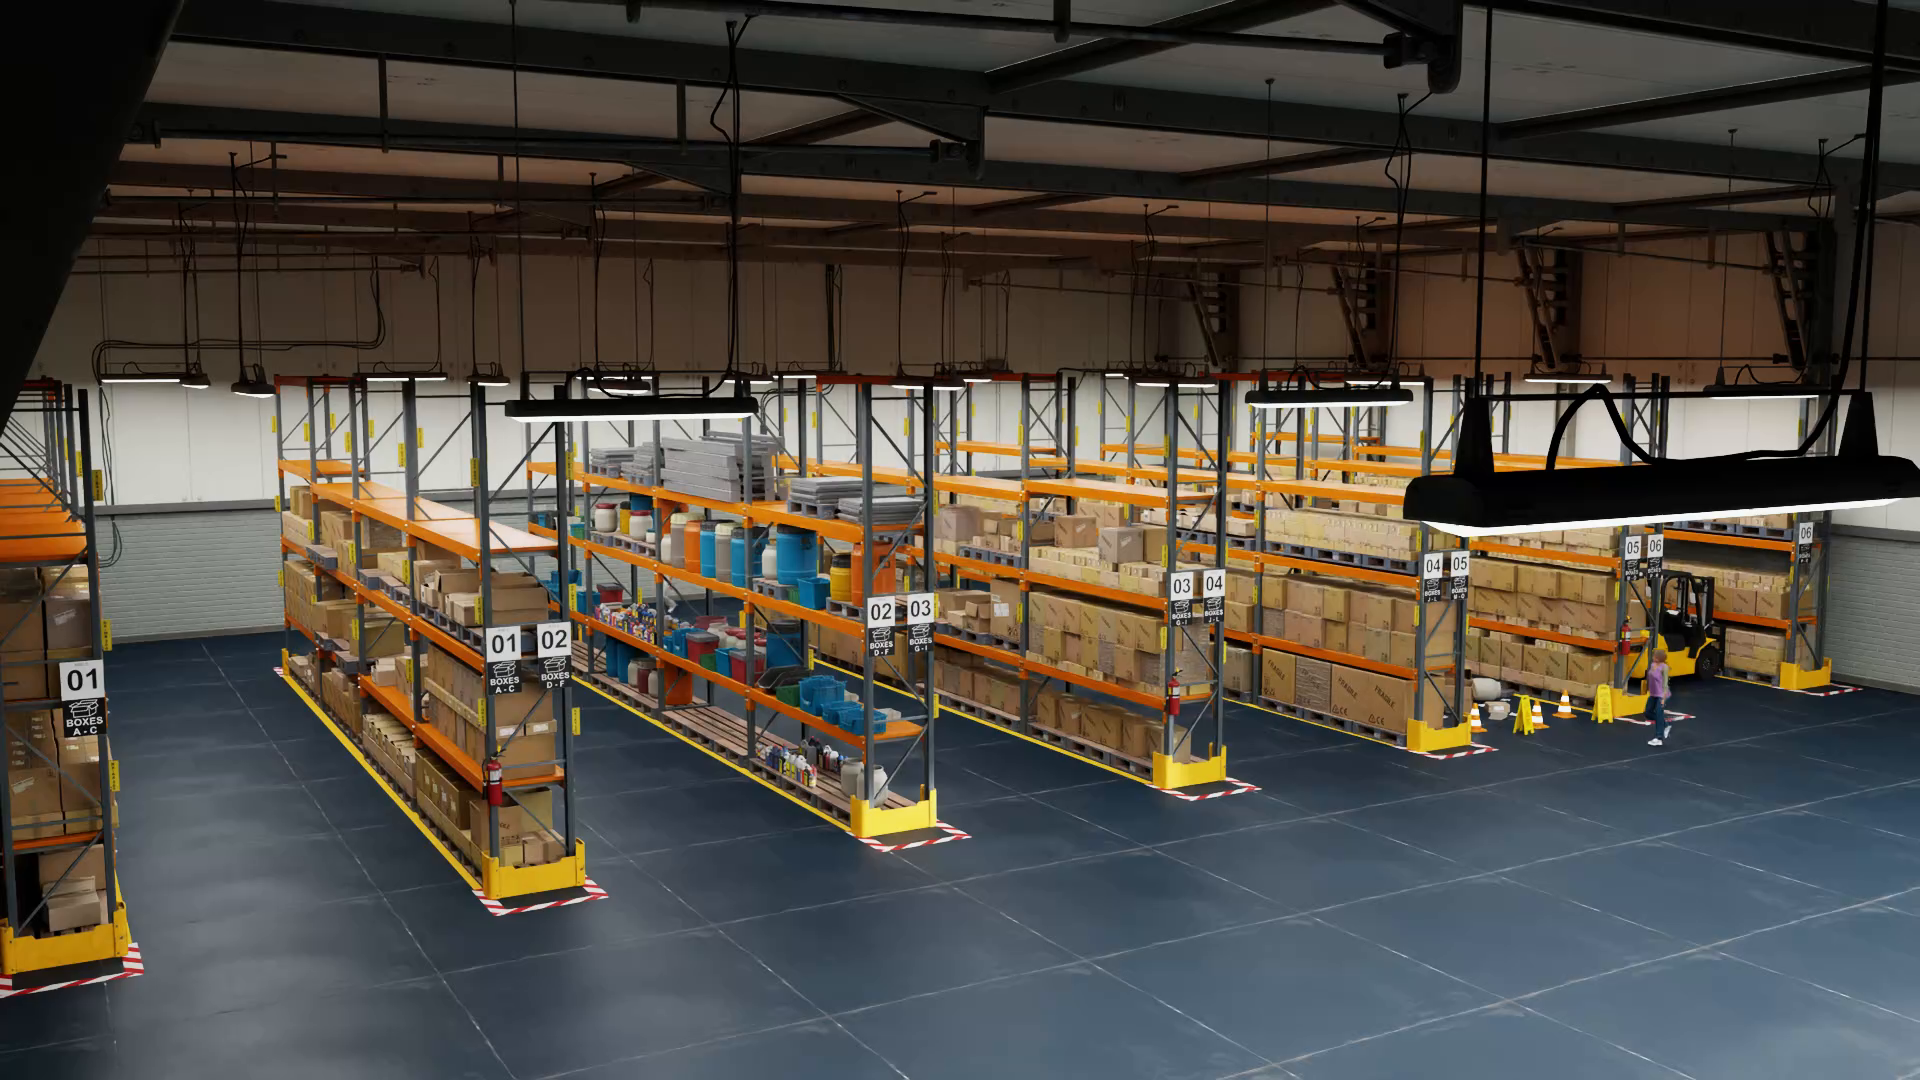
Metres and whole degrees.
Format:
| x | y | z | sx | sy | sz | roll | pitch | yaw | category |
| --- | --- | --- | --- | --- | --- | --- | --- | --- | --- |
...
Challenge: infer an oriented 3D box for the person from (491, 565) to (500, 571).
| x | y | z | sx | sy | sz | roll | pitch | yaw | category |
| --- | --- | --- | --- | --- | --- | --- | --- | --- | --- |
| -10.587 | 1.359 | 37.899 | 0.437 | 1.620 | 1.016 | 0 | 6 | -2 | person |

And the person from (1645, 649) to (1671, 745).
| x | y | z | sx | sy | sz | roll | pitch | yaw | category |
| --- | --- | --- | --- | --- | --- | --- | --- | --- | --- |
| 11.486 | 2.554 | 27.207 | 0.518 | 1.584 | 0.419 | -2 | 7 | -16 | person |

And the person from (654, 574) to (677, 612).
| x | y | z | sx | sy | sz | roll | pitch | yaw | category |
| --- | --- | --- | --- | --- | --- | --- | --- | --- | --- |
| -7.256 | 1.058 | 40.711 | 0.415 | 1.629 | 0.963 | 4 | 8 | 34 | person |
